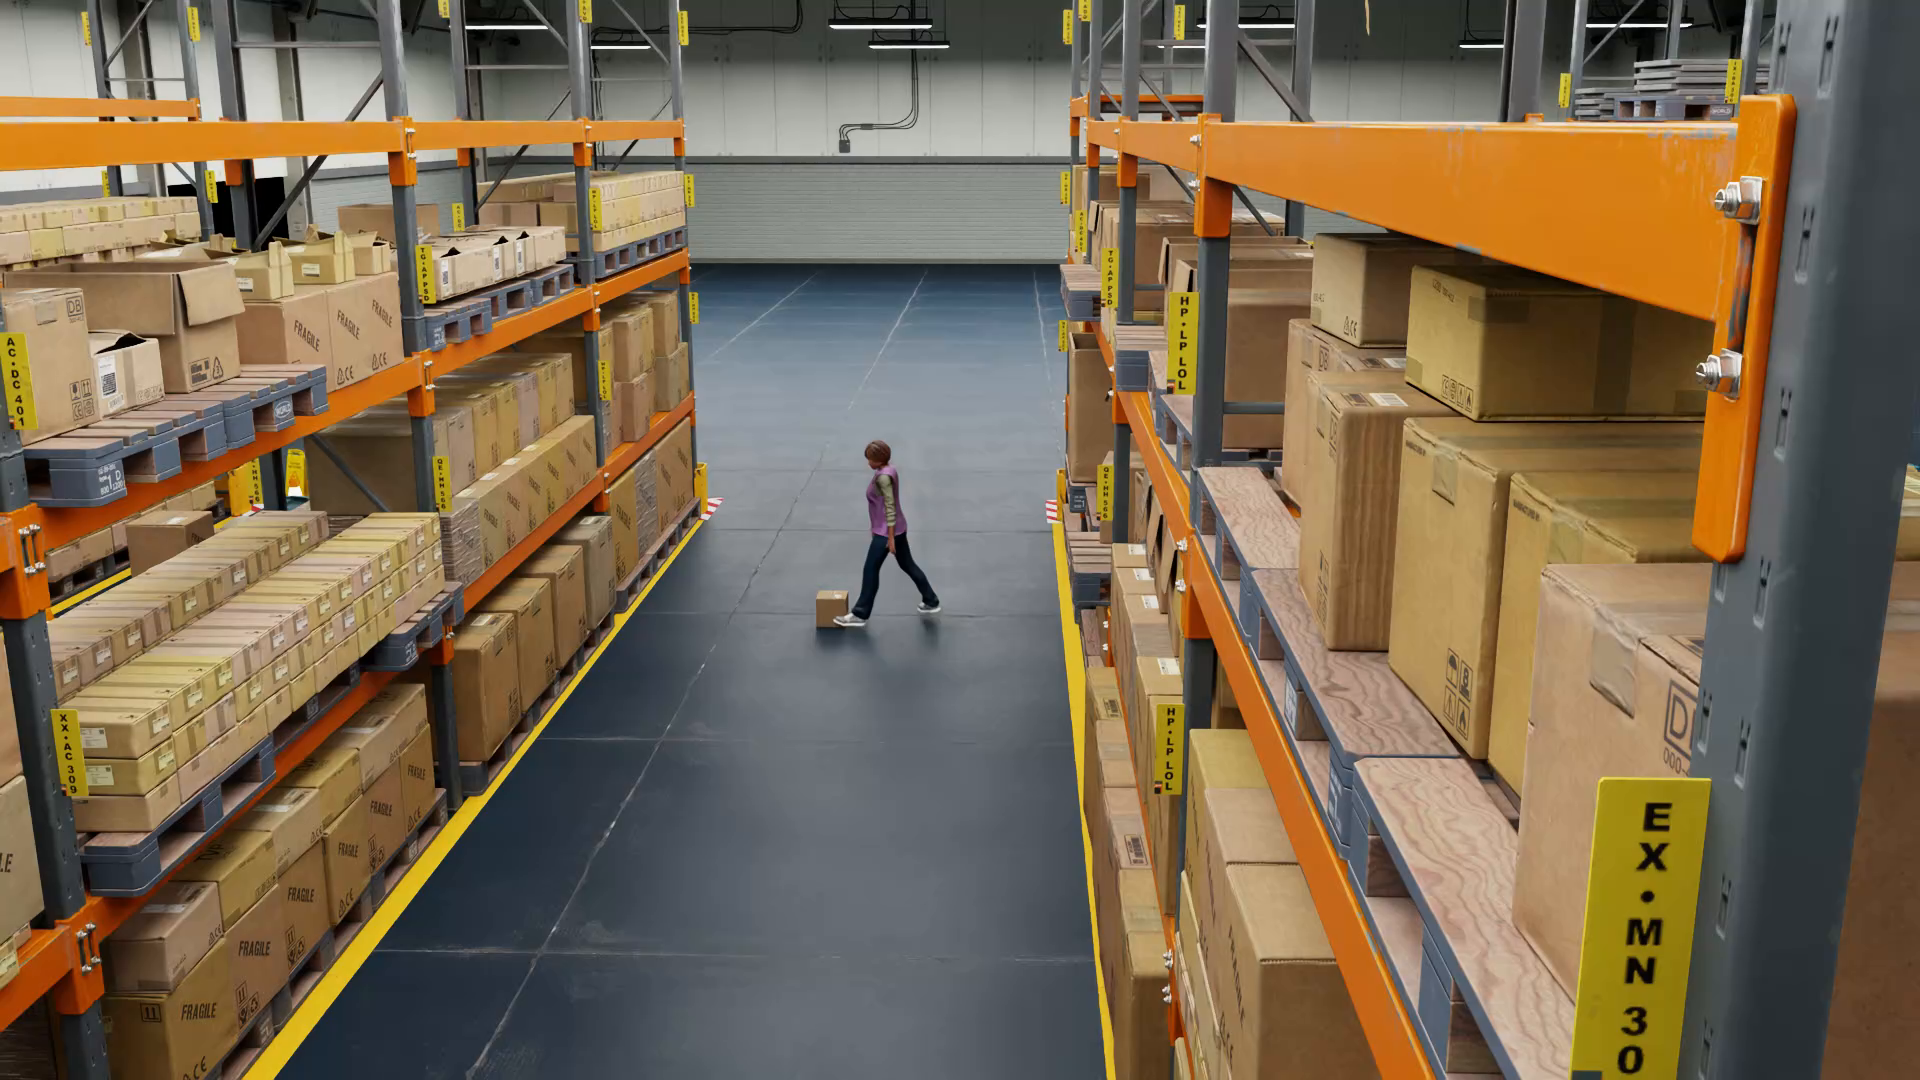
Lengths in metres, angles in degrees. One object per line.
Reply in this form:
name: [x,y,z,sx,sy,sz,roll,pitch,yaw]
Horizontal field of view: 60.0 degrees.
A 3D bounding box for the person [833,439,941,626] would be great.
person: [-0.598,-0.076,13.839,0.845,1.546,0.551,2,14,9]
